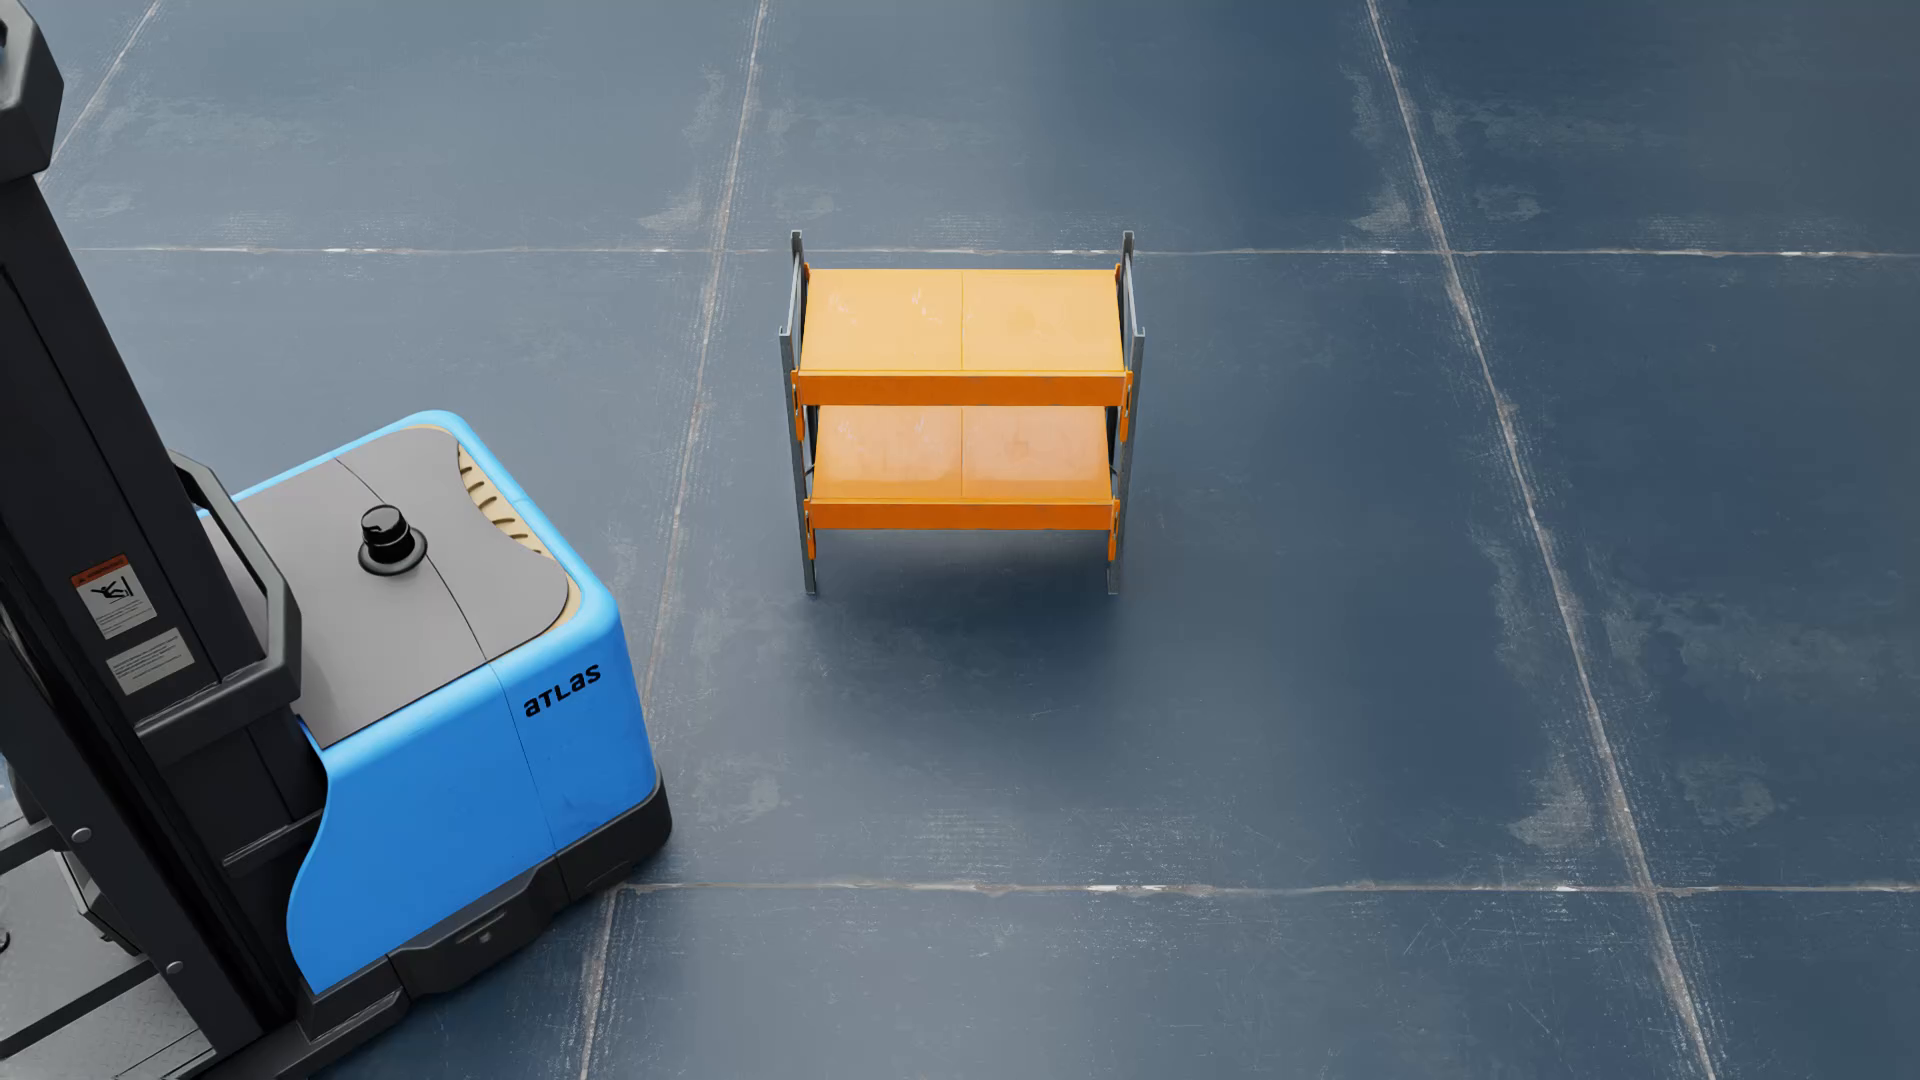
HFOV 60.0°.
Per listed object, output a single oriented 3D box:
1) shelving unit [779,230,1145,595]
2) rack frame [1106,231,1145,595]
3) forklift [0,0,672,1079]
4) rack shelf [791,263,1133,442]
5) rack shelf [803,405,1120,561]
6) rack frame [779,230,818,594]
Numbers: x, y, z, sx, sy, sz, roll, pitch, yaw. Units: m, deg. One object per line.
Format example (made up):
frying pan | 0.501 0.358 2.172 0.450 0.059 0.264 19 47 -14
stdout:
shelving unit | 0.007 -0.383 5.338 1.048 1.125 0.538 0 47 0
rack frame | 0.515 -0.382 5.337 0.032 1.125 0.500 0 47 0
forklift | -2.316 0.285 3.482 3.031 2.935 1.130 -30 54 -25
rack shelf | 0.007 -0.583 5.124 1.000 0.278 0.538 0 47 0
rack shelf | 0.007 -0.217 5.517 1.000 0.278 0.538 0 47 0
rack frame | -0.502 -0.385 5.340 0.032 1.125 0.500 0 47 0
